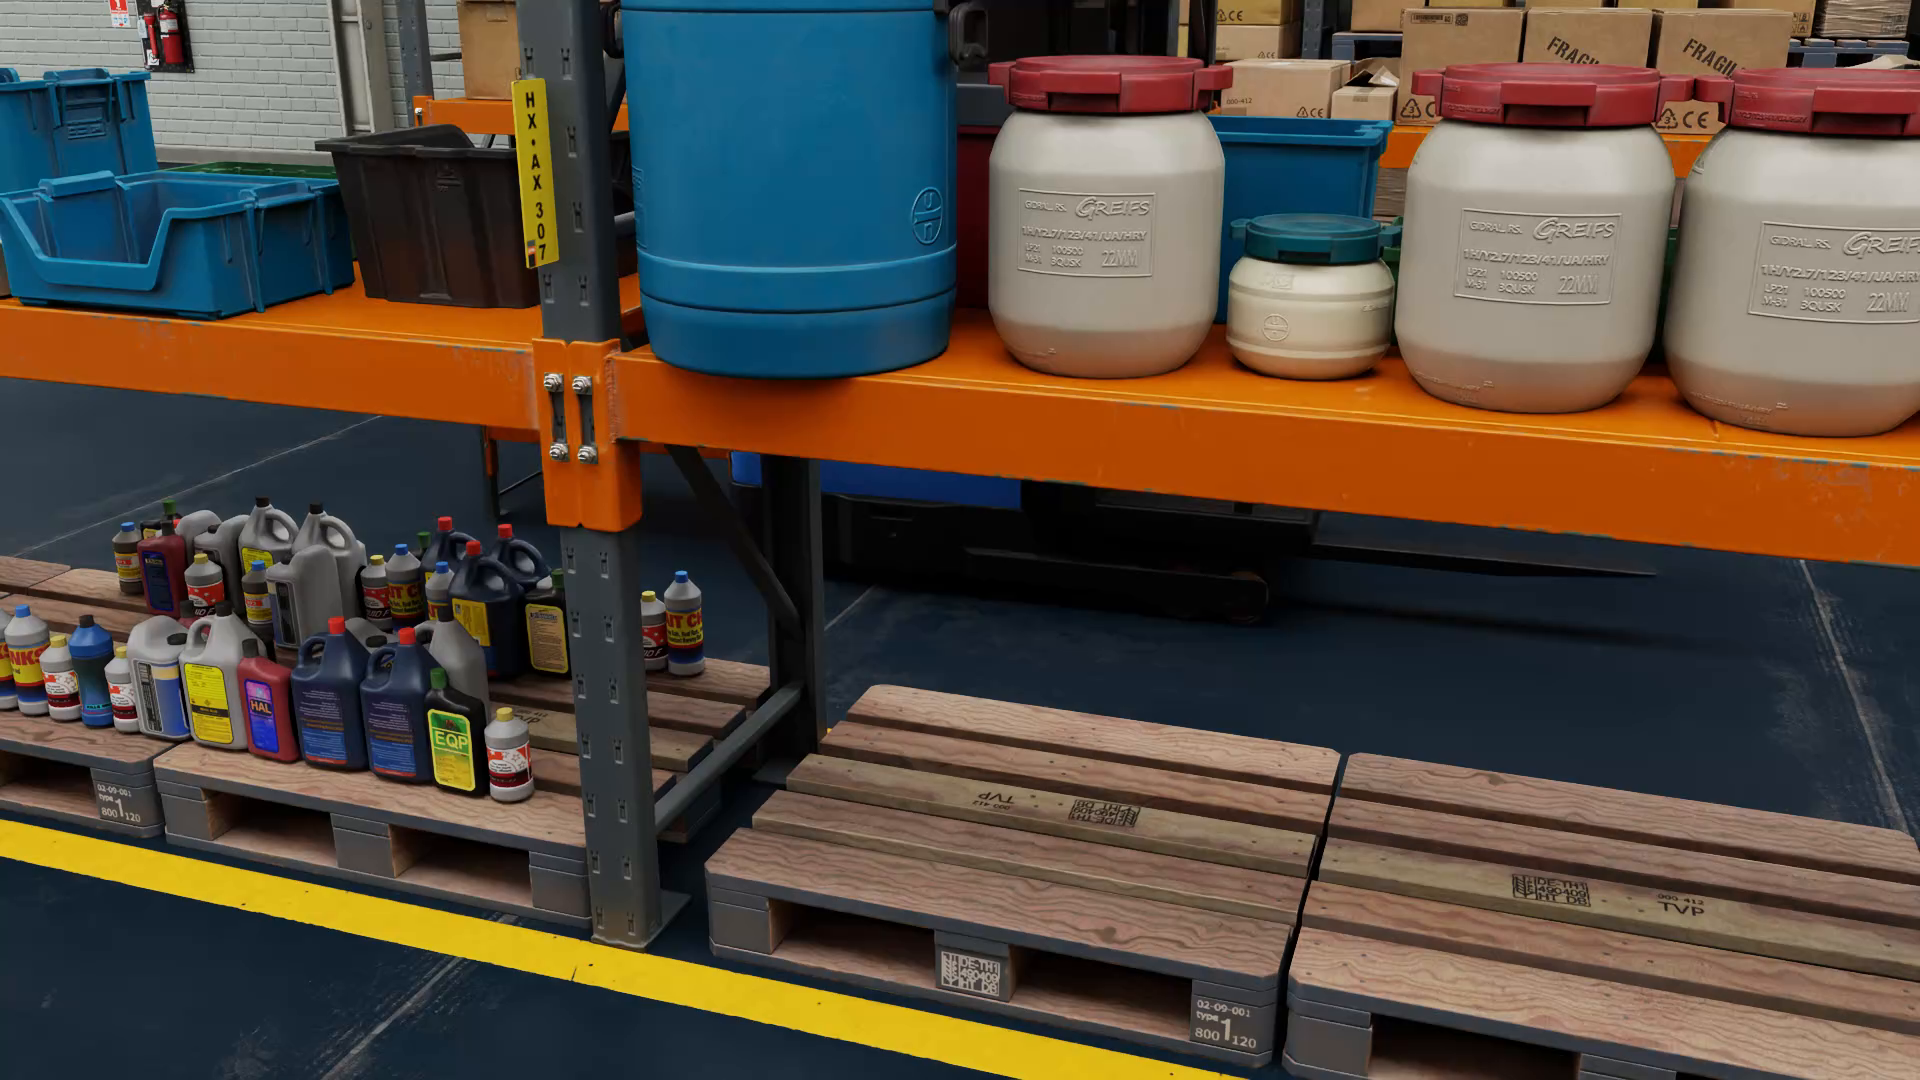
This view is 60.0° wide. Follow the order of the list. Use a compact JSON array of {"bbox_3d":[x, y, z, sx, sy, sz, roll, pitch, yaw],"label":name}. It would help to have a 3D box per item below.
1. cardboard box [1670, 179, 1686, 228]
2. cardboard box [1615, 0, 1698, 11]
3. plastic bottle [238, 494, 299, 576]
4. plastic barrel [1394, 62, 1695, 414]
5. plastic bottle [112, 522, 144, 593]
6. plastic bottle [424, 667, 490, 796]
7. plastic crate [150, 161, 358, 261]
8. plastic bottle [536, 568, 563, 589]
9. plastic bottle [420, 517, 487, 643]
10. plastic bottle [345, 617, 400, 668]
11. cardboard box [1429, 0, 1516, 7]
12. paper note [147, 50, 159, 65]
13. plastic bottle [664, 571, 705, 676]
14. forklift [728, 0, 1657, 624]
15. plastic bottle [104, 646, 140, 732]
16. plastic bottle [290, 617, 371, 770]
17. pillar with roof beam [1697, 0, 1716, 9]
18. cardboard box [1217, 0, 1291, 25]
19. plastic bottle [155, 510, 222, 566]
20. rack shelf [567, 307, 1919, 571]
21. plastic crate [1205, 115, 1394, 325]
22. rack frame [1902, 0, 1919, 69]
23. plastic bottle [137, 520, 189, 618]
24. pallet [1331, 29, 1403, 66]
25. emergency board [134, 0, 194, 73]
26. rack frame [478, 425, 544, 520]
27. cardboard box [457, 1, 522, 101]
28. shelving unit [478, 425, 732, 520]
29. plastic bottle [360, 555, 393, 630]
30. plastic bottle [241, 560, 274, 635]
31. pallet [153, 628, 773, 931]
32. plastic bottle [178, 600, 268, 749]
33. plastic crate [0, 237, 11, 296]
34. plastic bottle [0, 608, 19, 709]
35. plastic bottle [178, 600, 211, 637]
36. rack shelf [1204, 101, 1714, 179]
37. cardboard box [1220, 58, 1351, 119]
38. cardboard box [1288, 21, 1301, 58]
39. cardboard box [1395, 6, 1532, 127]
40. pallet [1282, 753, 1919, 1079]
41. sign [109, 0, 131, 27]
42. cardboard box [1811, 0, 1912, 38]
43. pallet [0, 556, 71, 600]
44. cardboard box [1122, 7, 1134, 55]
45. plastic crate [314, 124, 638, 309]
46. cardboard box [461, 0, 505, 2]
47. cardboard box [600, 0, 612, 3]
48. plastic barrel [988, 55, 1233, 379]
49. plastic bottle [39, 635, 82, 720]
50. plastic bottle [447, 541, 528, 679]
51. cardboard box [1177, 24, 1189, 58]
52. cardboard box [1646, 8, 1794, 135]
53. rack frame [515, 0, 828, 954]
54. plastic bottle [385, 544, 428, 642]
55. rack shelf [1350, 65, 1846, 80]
[{"bbox_3d":[5.314,-2.525,11.892,0.500,0.500,0.700,6,20,18],"label":"cardboard box"},{"bbox_3d":[4.828,-3.775,11.528,0.500,0.500,0.700,7,20,18],"label":"cardboard box"},{"bbox_3d":[-1.952,0.044,4.748,0.185,0.351,0.144,7,21,20],"label":"plastic bottle"},{"bbox_3d":[0.955,-0.510,2.774,0.433,0.535,0.433,0,19,0],"label":"plastic barrel"},{"bbox_3d":[-2.470,0.048,4.966,0.097,0.201,0.097,0,19,0],"label":"plastic bottle"},{"bbox_3d":[-1.133,0.429,3.746,0.133,0.283,0.061,8,21,21],"label":"plastic bottle"},{"bbox_3d":[-1.760,-0.830,4.223,0.662,0.188,0.450,7,20,18],"label":"plastic crate"},{"bbox_3d":[-1.042,0.185,4.458,0.135,0.276,0.152,7,21,20],"label":"plastic bottle"},{"bbox_3d":[-1.375,0.110,4.558,0.185,0.351,0.144,6,20,16],"label":"plastic bottle"},{"bbox_3d":[-1.429,0.333,4.034,0.135,0.276,0.152,7,20,18],"label":"plastic bottle"},{"bbox_3d":[3.676,-3.903,11.896,0.500,0.500,0.700,9,21,24],"label":"cardboard box"},{"bbox_3d":[-8.286,-4.953,17.068,0.142,0.148,0.016,7,20,18],"label":"paper note"},{"bbox_3d":[-0.727,0.214,4.383,0.097,0.271,0.097,0,19,0],"label":"plastic bottle"},{"bbox_3d":[0.774,-1.310,5.383,3.031,2.935,1.130,5,20,15],"label":"forklift"},{"bbox_3d":[-2.032,0.359,4.072,0.097,0.201,0.097,0,19,0],"label":"plastic bottle"},{"bbox_3d":[-1.454,0.346,3.882,0.185,0.351,0.144,5,20,15],"label":"plastic bottle"},{"bbox_3d":[4.103,-5.248,7.460,0.400,9.000,9.100,7,20,18],"label":"pillar with roof beam"},{"bbox_3d":[2.133,-4.024,12.122,0.500,0.500,0.500,6,20,18],"label":"cardboard box"},{"bbox_3d":[-2.241,0.048,4.851,0.135,0.276,0.152,7,20,18],"label":"plastic bottle"},{"bbox_3d":[1.319,-0.140,3.015,4.000,0.370,1.077,7,20,18],"label":"rack shelf"},{"bbox_3d":[0.574,-0.666,3.454,0.575,0.384,0.392,7,20,18],"label":"plastic crate"},{"bbox_3d":[6.460,-3.344,11.113,0.127,3.000,1.000,7,20,18],"label":"rack frame"},{"bbox_3d":[-2.275,0.078,4.755,0.133,0.283,0.061,7,20,18],"label":"plastic bottle"},{"bbox_3d":[3.355,-3.558,12.018,1.213,0.211,1.003,7,20,18],"label":"pallet"},{"bbox_3d":[-8.142,-5.329,16.806,0.643,1.169,0.194,7,20,18],"label":"emergency board"},{"bbox_3d":[-1.706,-0.686,6.335,0.032,1.125,0.500,5,20,15],"label":"rack frame"},{"bbox_3d":[-2.283,-2.661,9.000,0.500,0.500,0.700,7,20,18],"label":"cardboard box"},{"bbox_3d":[-1.217,-0.639,6.202,1.048,1.125,0.538,5,20,15],"label":"shelving unit"},{"bbox_3d":[-1.634,0.143,4.692,0.097,0.201,0.097,0,19,0],"label":"plastic bottle"},{"bbox_3d":[-1.950,0.157,4.651,0.097,0.201,0.097,0,19,0],"label":"plastic bottle"},{"bbox_3d":[-1.191,0.535,4.220,1.213,0.211,1.003,7,20,18],"label":"pallet"},{"bbox_3d":[-1.759,0.311,3.982,0.185,0.351,0.144,6,20,18],"label":"plastic bottle"},{"bbox_3d":[-2.187,-0.668,3.837,0.437,0.136,0.530,7,20,18],"label":"plastic crate"},{"bbox_3d":[-2.414,0.282,4.186,0.097,0.271,0.097,0,19,0],"label":"plastic bottle"},{"bbox_3d":[-1.877,0.291,4.142,0.133,0.283,0.061,7,20,18],"label":"plastic bottle"},{"bbox_3d":[2.948,-1.680,7.432,4.000,0.370,1.077,7,20,18],"label":"rack shelf"},{"bbox_3d":[1.539,-2.125,7.844,0.500,0.250,0.500,8,21,21],"label":"cardboard box"},{"bbox_3d":[2.308,-3.833,12.711,0.500,0.250,0.500,7,20,19],"label":"cardboard box"},{"bbox_3d":[2.277,-2.138,7.501,0.500,0.500,0.500,8,21,22],"label":"cardboard box"},{"bbox_3d":[1.341,0.825,3.390,1.213,0.211,1.003,7,20,18],"label":"pallet"},{"bbox_3d":[-8.630,-5.437,17.064,0.234,0.329,0.001,7,20,18],"label":"sign"},{"bbox_3d":[6.012,-3.647,11.161,0.500,0.500,0.700,4,20,12],"label":"cardboard box"},{"bbox_3d":[-3.496,0.272,4.976,1.213,0.211,1.003,7,20,18],"label":"pallet"},{"bbox_3d":[0.638,-2.329,8.049,0.500,0.500,0.700,6,20,17],"label":"cardboard box"},{"bbox_3d":[-1.023,-0.763,3.802,0.504,0.338,0.767,7,20,18],"label":"plastic crate"},{"bbox_3d":[-2.419,-2.912,8.736,0.250,0.149,0.380,6,20,18],"label":"cardboard box"},{"bbox_3d":[-1.696,-2.829,8.498,0.250,0.149,0.380,6,20,17],"label":"cardboard box"},{"bbox_3d":[0.262,-0.589,3.002,0.433,0.535,0.433,0,19,0],"label":"plastic barrel"},{"bbox_3d":[-2.226,0.337,4.136,0.097,0.201,0.097,0,19,0],"label":"plastic bottle"},{"bbox_3d":[-1.244,0.176,4.371,0.185,0.351,0.144,7,20,18],"label":"plastic bottle"},{"bbox_3d":[1.666,-3.728,12.413,0.500,0.250,0.500,7,20,18],"label":"cardboard box"},{"bbox_3d":[3.247,-2.027,7.183,0.500,0.500,0.500,5,20,15],"label":"cardboard box"},{"bbox_3d":[-0.570,-0.696,3.516,0.127,3.000,1.000,7,20,18],"label":"rack frame"},{"bbox_3d":[-1.526,0.144,4.584,0.097,0.271,0.097,0,19,0],"label":"plastic bottle"},{"bbox_3d":[4.570,-3.221,11.852,4.000,0.370,1.077,7,20,18],"label":"rack shelf"}]
